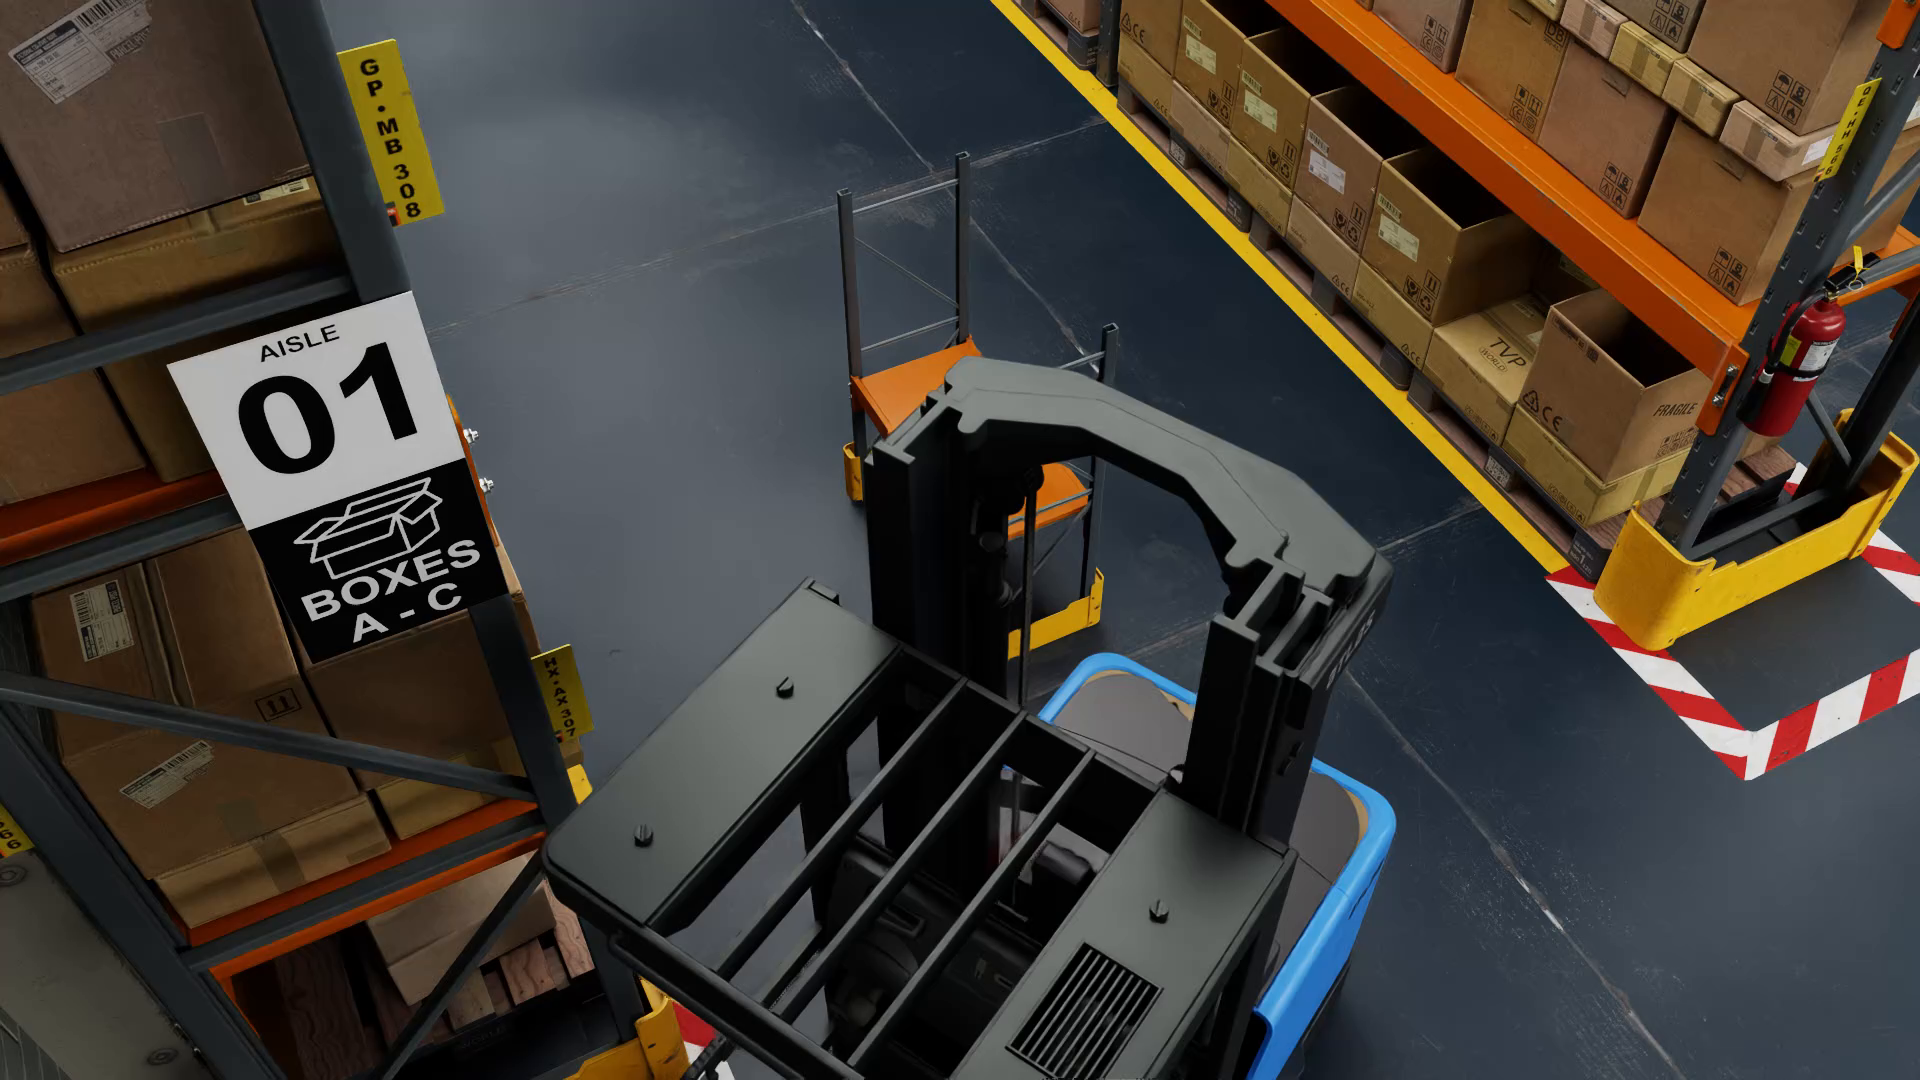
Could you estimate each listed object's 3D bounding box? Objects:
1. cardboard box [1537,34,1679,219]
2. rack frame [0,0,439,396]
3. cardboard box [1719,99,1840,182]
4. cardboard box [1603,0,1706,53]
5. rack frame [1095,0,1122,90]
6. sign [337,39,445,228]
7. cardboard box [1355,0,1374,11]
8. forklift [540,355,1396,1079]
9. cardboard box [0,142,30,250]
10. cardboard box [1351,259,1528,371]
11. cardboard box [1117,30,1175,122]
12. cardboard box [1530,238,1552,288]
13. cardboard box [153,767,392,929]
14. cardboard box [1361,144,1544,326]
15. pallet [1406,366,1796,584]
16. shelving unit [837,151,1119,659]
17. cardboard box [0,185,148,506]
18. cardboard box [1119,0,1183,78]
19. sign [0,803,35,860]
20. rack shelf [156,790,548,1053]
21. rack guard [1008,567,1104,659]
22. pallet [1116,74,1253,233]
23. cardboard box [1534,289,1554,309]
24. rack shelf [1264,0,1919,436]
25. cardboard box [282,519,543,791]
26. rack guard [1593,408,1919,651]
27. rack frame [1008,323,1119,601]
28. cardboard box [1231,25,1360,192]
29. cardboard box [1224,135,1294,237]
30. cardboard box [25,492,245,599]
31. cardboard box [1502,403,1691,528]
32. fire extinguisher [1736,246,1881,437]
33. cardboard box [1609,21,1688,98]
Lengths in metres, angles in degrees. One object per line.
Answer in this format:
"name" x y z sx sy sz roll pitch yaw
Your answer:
"cardboard box" 2.571 -1.583 5.968 0.700 0.500 0.500 -20 52 -17
"rack frame" -1.385 -1.150 1.670 1.000 3.000 0.127 -21 52 -18
"cardboard box" 2.674 -1.320 5.307 0.380 0.149 0.250 -22 52 -18
"cardboard box" 2.546 -2.046 5.511 0.700 0.500 0.500 -22 53 -18
"rack frame" 1.188 -3.561 7.764 1.000 3.000 0.127 -21 52 -18
"sign" -0.902 -0.637 2.633 0.100 0.325 0.005 -21 52 -18
"cardboard box" 1.870 -2.611 6.867 0.700 0.500 0.500 -20 52 -17
"forklift" -0.035 1.169 3.673 1.130 2.935 3.031 28 54 22
"cardboard box" -1.815 -0.729 2.551 0.500 0.500 0.500 -19 52 -16
"cardboard box" 2.040 -1.038 7.106 0.500 0.250 0.500 -21 52 -18
"cardboard box" 1.130 -2.379 8.278 0.500 0.250 0.500 -21 52 -18
"cardboard box" 2.500 -1.463 6.979 0.500 0.500 0.500 -21 52 -18
"cardboard box" -1.771 0.622 4.192 0.500 0.250 0.500 -20 52 -17
"cardboard box" 2.037 -1.284 6.822 0.500 0.500 0.500 -21 52 -18
"pallet" 2.631 -0.463 6.907 1.003 0.211 1.213 -21 52 -18
"shelving unit" 0.035 -0.443 6.033 0.587 1.500 1.083 -21 52 -18
"cardboard box" -1.801 -0.394 2.922 0.500 0.500 0.500 -18 51 -15
"cardboard box" 1.121 -2.622 7.993 0.500 0.500 0.500 -21 52 -18
"sign" -1.888 0.518 3.218 0.100 0.325 0.005 -21 52 -18
"rack shelf" -2.300 -0.276 5.369 1.077 0.370 4.000 -21 52 -18
"rack guard" 0.263 0.302 6.212 0.587 0.250 0.087 -21 52 -18
"pallet" 1.514 -2.096 8.335 1.003 0.211 1.213 -21 52 -18
"cardboard box" 2.738 -0.885 6.972 0.500 0.250 0.500 -21 52 -18
"rack shelf" 2.103 -1.985 6.864 1.077 0.370 4.000 -21 52 -18
"cardboard box" -1.336 0.198 4.065 0.500 0.500 0.500 -21 52 -17
"rack guard" 3.029 -0.044 6.349 1.175 0.500 0.348 -21 52 -18
"rack frame" 0.272 -0.096 5.731 0.500 1.500 0.032 -21 52 -18
"cardboard box" 1.579 -1.953 7.408 0.500 0.500 0.500 -21 52 -18
"cardboard box" 1.579 -1.706 7.690 0.500 0.250 0.500 -21 52 -18
"cardboard box" -2.011 0.039 4.204 0.500 0.500 0.500 -21 52 -17
"cardboard box" 2.510 -0.374 6.524 0.500 0.250 0.500 -21 52 -18
"fire extinguisher" 2.659 -0.619 5.242 0.296 0.674 0.183 -21 52 -18
"cardboard box" 2.436 -1.666 5.609 0.380 0.149 0.250 -22 52 -18
